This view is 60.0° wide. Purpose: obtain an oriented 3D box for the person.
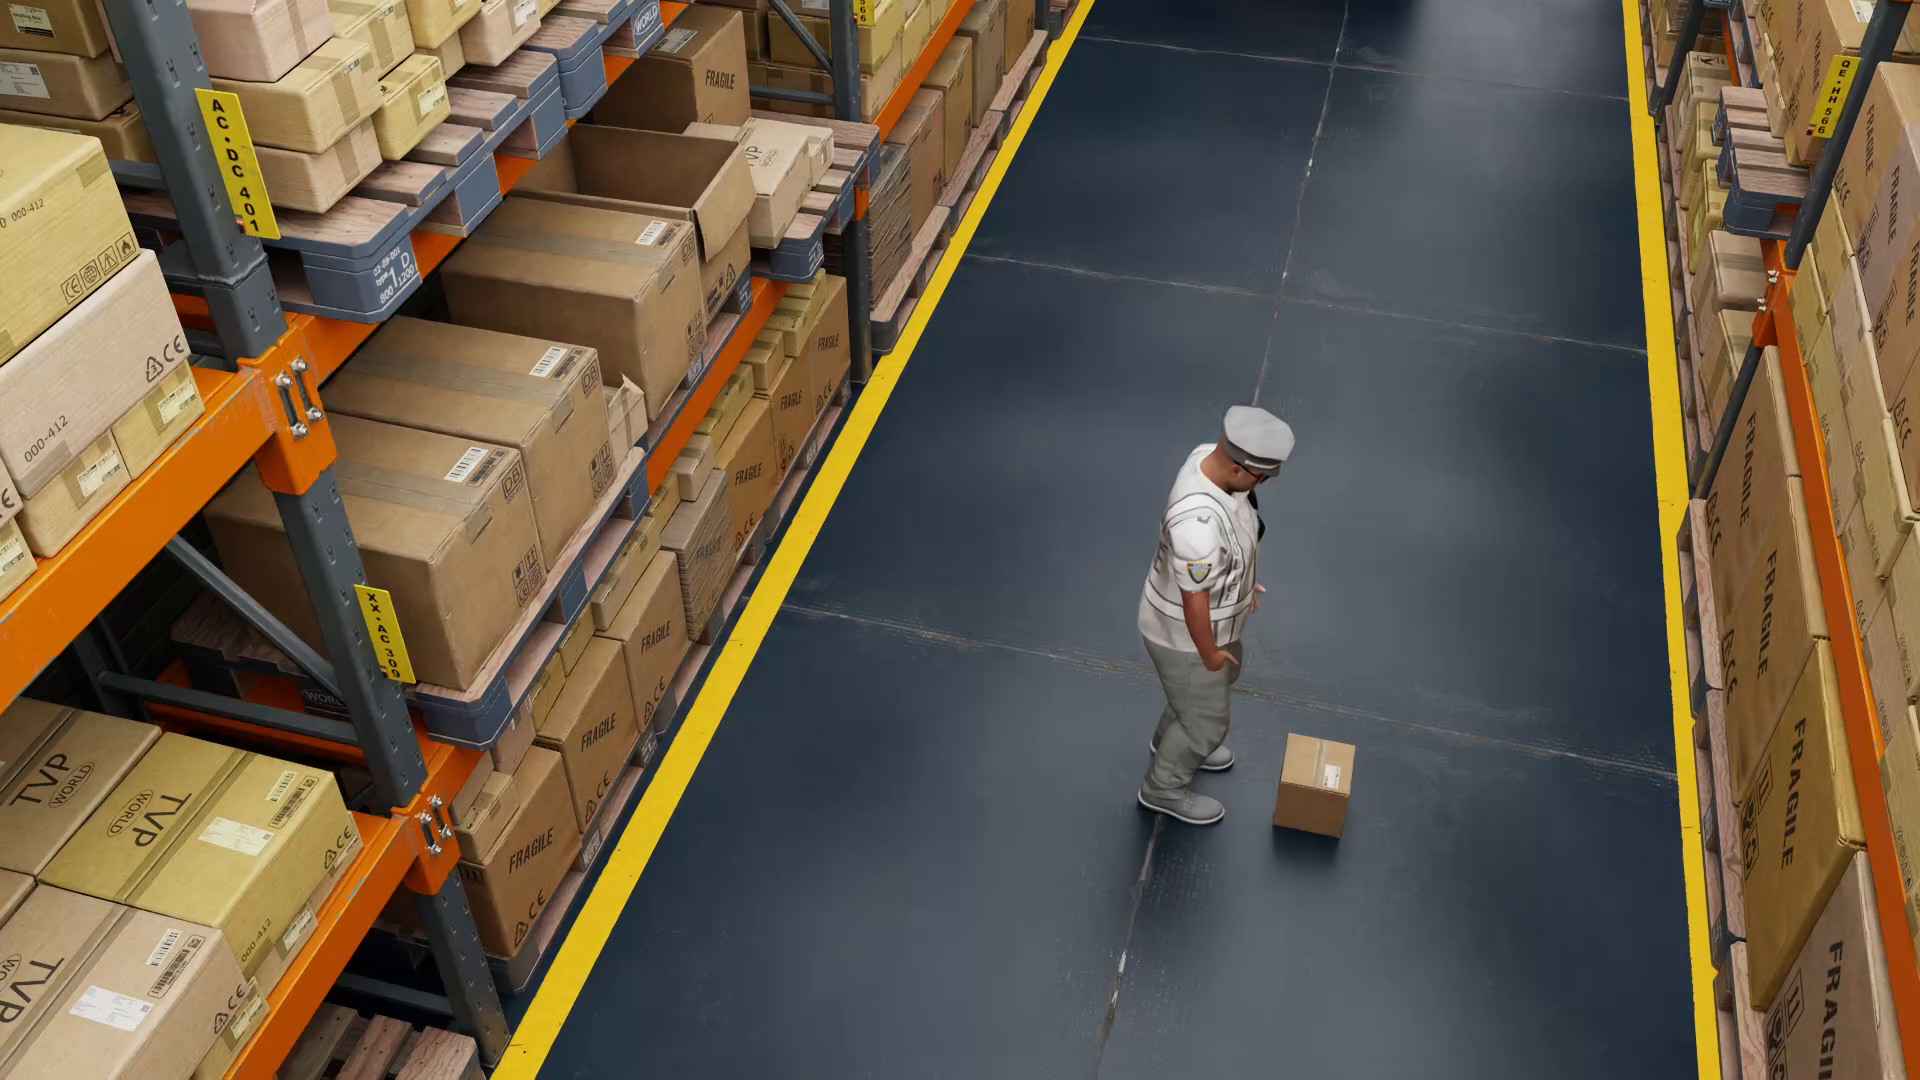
[{"bbox_3d":[0.858,0.263,5.882,0.440,1.720,0.547,11,42,12],"label":"person"}]
